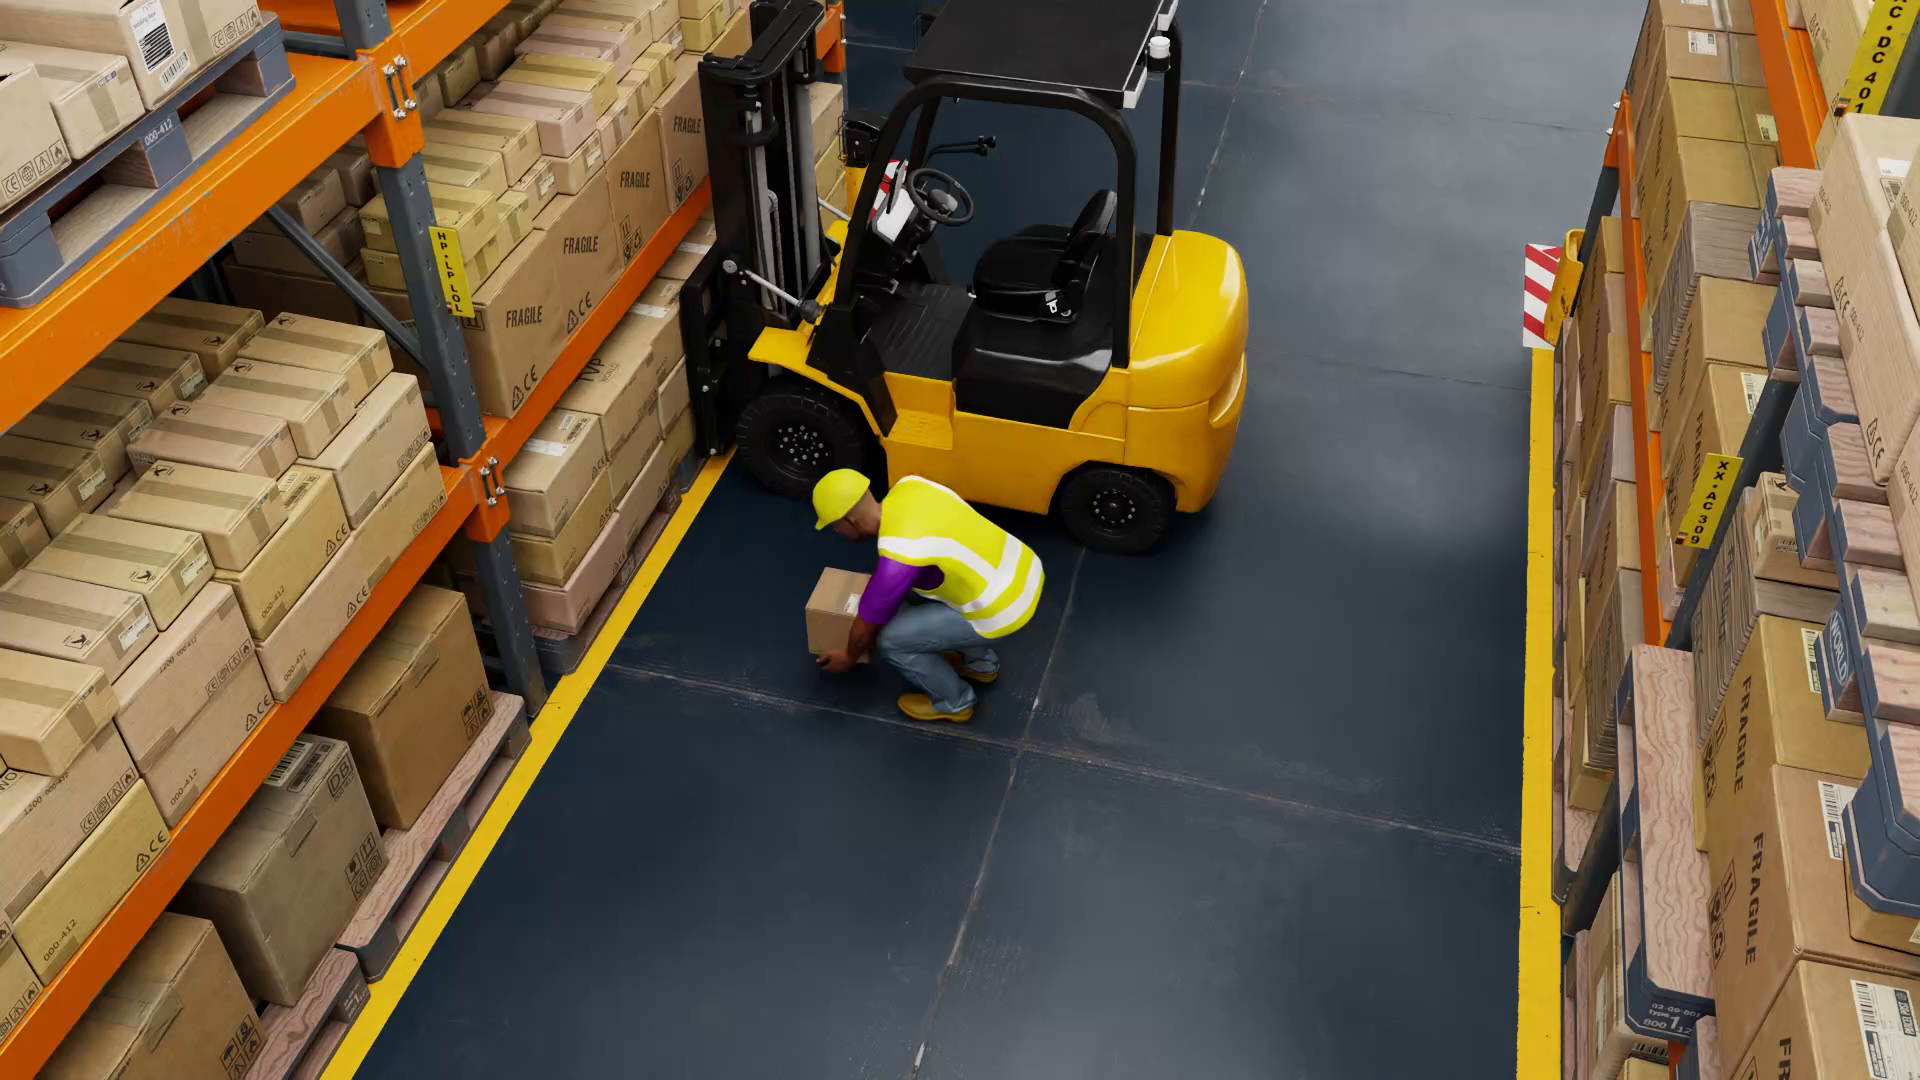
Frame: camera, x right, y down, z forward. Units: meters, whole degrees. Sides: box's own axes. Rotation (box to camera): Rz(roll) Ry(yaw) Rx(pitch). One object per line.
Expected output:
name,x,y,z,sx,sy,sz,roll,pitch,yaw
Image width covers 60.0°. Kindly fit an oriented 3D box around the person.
person,-0.124,0.216,6.393,0.860,1.112,0.603,10,42,11
